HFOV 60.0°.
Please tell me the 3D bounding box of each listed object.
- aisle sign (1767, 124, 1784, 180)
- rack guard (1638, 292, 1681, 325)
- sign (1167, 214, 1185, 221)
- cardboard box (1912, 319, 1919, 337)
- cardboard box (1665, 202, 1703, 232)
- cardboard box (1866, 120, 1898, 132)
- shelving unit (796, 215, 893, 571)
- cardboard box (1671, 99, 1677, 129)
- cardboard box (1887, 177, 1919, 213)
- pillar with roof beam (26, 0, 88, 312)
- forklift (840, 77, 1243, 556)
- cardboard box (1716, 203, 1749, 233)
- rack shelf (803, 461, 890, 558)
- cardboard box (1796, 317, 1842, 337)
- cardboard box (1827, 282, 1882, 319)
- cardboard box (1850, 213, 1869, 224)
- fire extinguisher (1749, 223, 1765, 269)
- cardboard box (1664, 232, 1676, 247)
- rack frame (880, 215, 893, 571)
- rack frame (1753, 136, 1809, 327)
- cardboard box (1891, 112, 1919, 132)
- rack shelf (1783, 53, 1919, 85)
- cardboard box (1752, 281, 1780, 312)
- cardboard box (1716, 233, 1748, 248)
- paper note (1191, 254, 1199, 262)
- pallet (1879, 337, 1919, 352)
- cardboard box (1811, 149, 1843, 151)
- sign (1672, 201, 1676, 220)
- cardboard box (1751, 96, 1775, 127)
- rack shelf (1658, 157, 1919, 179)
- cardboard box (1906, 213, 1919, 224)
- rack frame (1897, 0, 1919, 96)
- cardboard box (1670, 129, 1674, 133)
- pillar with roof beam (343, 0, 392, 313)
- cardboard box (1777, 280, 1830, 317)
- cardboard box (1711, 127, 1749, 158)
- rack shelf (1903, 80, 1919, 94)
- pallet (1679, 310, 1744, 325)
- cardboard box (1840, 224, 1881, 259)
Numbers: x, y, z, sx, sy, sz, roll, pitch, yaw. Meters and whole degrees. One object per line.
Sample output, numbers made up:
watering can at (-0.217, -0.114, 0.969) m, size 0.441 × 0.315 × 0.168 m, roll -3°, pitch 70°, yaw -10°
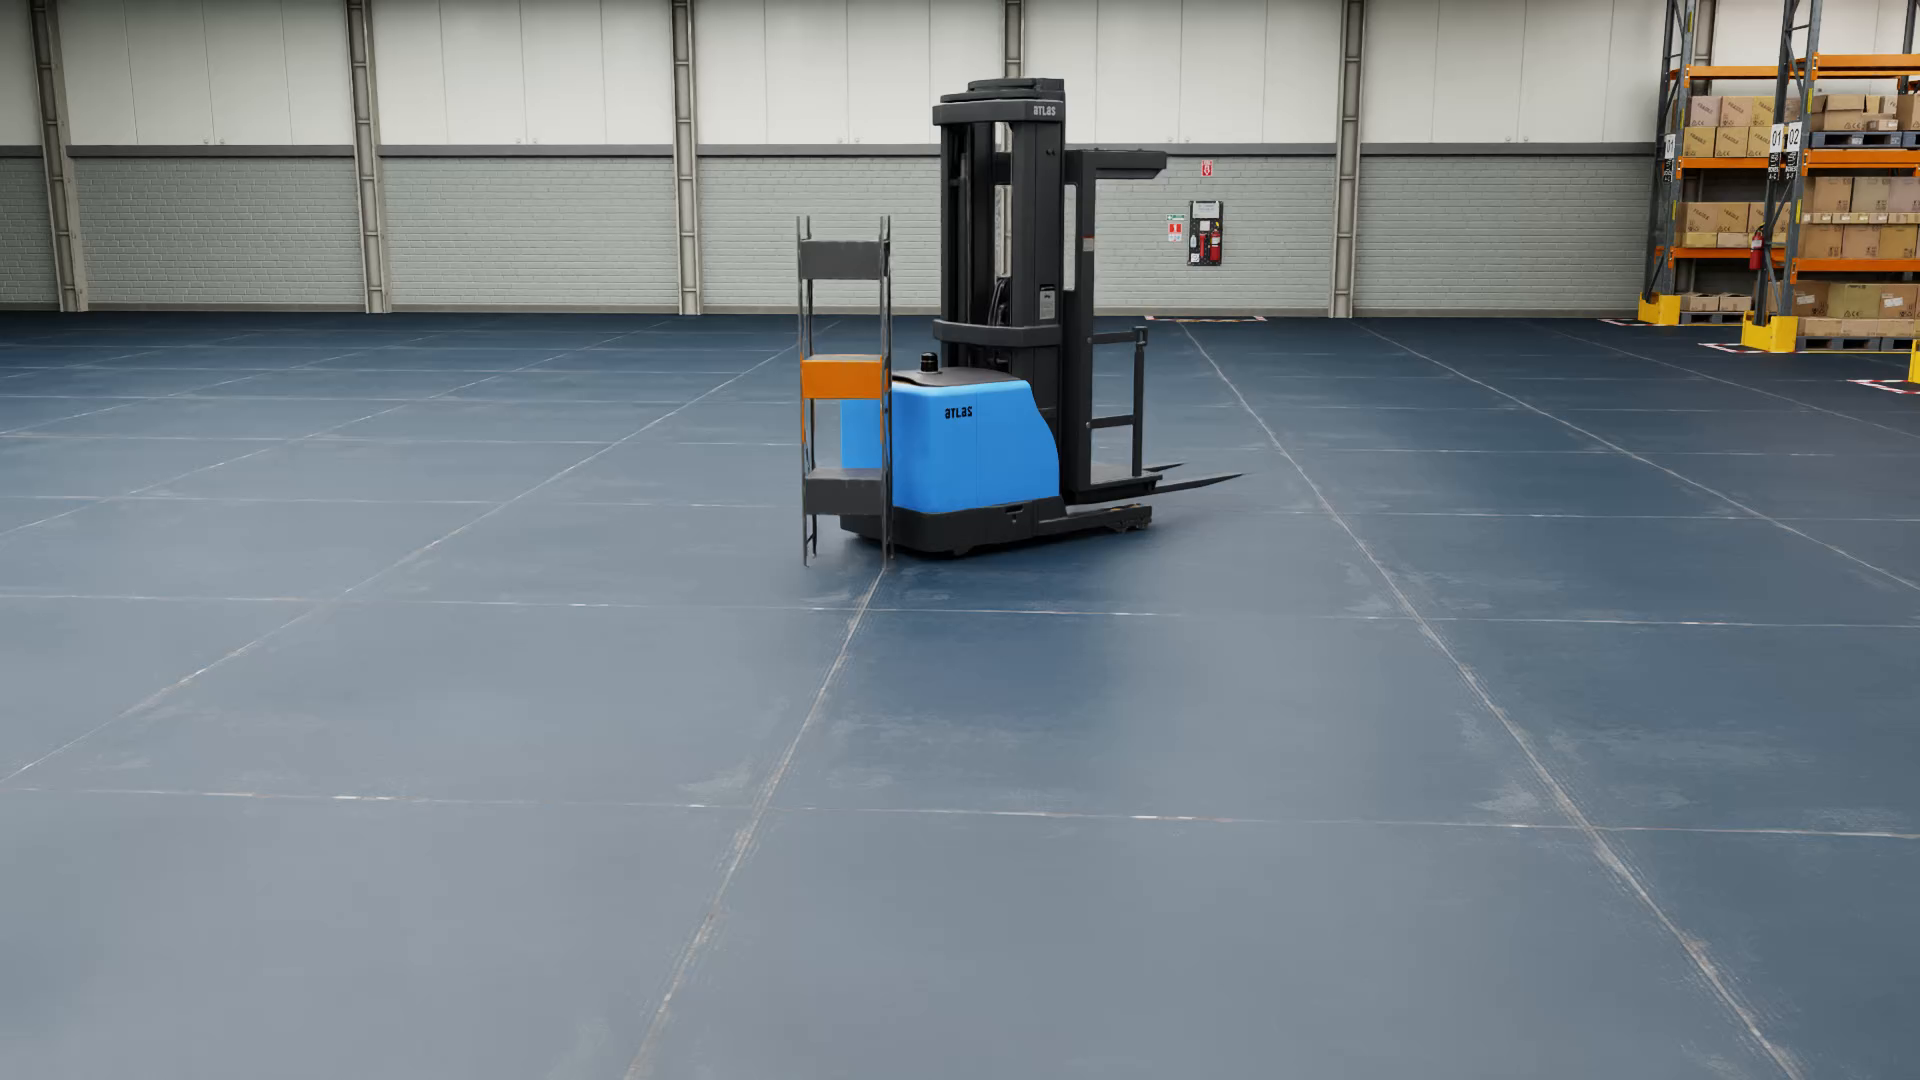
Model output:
aisle sign at (11.797, -5.611, 24.064) m, size 0.004 × 0.787 × 0.394 m, roll 1°, pitch 12°, yaw 4°
rack guard at (12.246, -4.065, 29.128) m, size 0.348 × 0.500 × 1.175 m, roll 1°, pitch 12°, yaw 4°
sign at (3.936, -5.884, 30.338) m, size 0.331 × 0.109 × 0.001 m, roll 1°, pitch 12°, yaw 4°
cardboard box at (13.860, -3.063, 23.926) m, size 0.500 × 0.250 × 0.500 m, roll 1°, pitch 12°, yaw 4°
cardboard box at (12.655, -5.630, 28.991) m, size 0.500 × 0.500 × 0.500 m, roll 1°, pitch 12°, yaw 3°
cardboard box at (13.005, -5.844, 23.451) m, size 0.250 × 0.149 × 0.380 m, roll 1°, pitch 12°, yaw 4°
shelving unit at (-0.684, -0.888, 10.033) m, size 0.503 × 2.100 × 0.431 m, roll 1°, pitch 12°, yaw 4°
cardboard box at (12.618, -7.353, 28.683) m, size 0.500 × 0.500 × 0.500 m, roll 1°, pitch 12°, yaw 6°
cardboard box at (13.389, -4.939, 23.789) m, size 0.500 × 0.500 × 0.700 m, roll 1°, pitch 12°, yaw 4°
pillar with roof beam at (-17.294, -7.924, 26.820) m, size 0.400 × 9.000 × 9.100 m, roll 1°, pitch 12°, yaw 4°
forklift at (0.678, -1.558, 11.207) m, size 3.031 × 2.935 × 1.130 m, roll -9°, pitch 15°, yaw -38°
cardboard box at (13.119, -5.516, 28.447) m, size 0.500 × 0.500 × 0.500 m, roll 1°, pitch 12°, yaw 4°
rack shelf at (-0.684, -0.189, 10.180) m, size 0.480 × 0.518 × 0.431 m, roll 1°, pitch 12°, yaw 4°
cardboard box at (12.363, -3.084, 24.026) m, size 0.500 × 0.250 × 0.500 m, roll 1°, pitch 12°, yaw 4°
cardboard box at (12.862, -3.445, 23.918) m, size 0.500 × 0.500 × 0.500 m, roll 1°, pitch 12°, yaw 4°
cardboard box at (12.733, -4.588, 23.694) m, size 0.250 × 0.149 × 0.380 m, roll 1°, pitch 12°, yaw 4°
fire extinguisher at (11.756, -4.336, 24.509) m, size 0.183 × 0.674 × 0.296 m, roll 1°, pitch 12°, yaw 4°
cardboard box at (12.650, -5.259, 29.050) m, size 0.500 × 0.250 × 0.500 m, roll 1°, pitch 12°, yaw 5°
rack frame at (-0.440, -0.884, 10.015) m, size 0.015 × 2.100 × 0.400 m, roll 1°, pitch 12°, yaw 4°
rack frame at (11.843, -4.277, 24.039) m, size 0.127 × 3.000 × 1.000 m, roll 1°, pitch 12°, yaw 4°
cardboard box at (13.565, -6.006, 23.830) m, size 0.500 × 0.311 × 0.500 m, roll 2°, pitch 12°, yaw 10°
rack shelf at (13.839, -6.638, 23.409) m, size 4.000 × 0.370 × 1.077 m, roll 1°, pitch 12°, yaw 4°
cardboard box at (14.152, -4.225, 28.821) m, size 0.500 × 0.500 × 0.700 m, roll 0°, pitch 12°, yaw 0°
cardboard box at (13.155, -5.150, 28.529) m, size 0.500 × 0.250 × 0.500 m, roll 0°, pitch 12°, yaw 2°
paper note at (4.305, -5.165, 30.437) m, size 0.142 × 0.148 × 0.016 m, roll 1°, pitch 12°, yaw 4°
pallet at (13.823, -2.893, 24.233) m, size 1.213 × 0.211 × 1.003 m, roll 1°, pitch 12°, yaw 4°
cardboard box at (14.582, -6.727, 28.133) m, size 0.500 × 0.500 × 0.500 m, roll 0°, pitch 12°, yaw 2°
sign at (12.134, -5.602, 28.259) m, size 0.005 × 0.325 × 0.100 m, roll 1°, pitch 12°, yaw 4°
cardboard box at (13.548, -7.229, 28.089) m, size 0.500 × 0.500 × 0.500 m, roll 1°, pitch 12°, yaw 5°
rack shelf at (14.166, -6.378, 28.513) m, size 4.000 × 0.370 × 1.077 m, roll 1°, pitch 12°, yaw 4°
cardboard box at (13.506, -4.577, 23.644) m, size 0.250 × 0.149 × 0.380 m, roll 1°, pitch 12°, yaw 3°
rack frame at (16.162, -8.171, 28.002) m, size 0.127 × 3.000 × 1.000 m, roll 1°, pitch 12°, yaw 4°
cardboard box at (12.604, -6.862, 28.778) m, size 0.500 × 0.500 × 0.500 m, roll 2°, pitch 12°, yaw 8°
pillar with roof beam at (-11.307, -7.842, 26.428) m, size 0.400 × 9.000 × 9.100 m, roll 1°, pitch 12°, yaw 4°
cardboard box at (12.398, -3.557, 24.457) m, size 0.500 × 0.500 × 0.500 m, roll 1°, pitch 12°, yaw 4°
cardboard box at (13.021, -6.746, 28.222) m, size 0.500 × 0.500 × 0.500 m, roll 2°, pitch 12°, yaw 8°
rack shelf at (18.157, -7.596, 27.985) m, size 4.000 × 0.370 × 1.077 m, roll 1°, pitch 12°, yaw 4°
pallet at (13.055, -3.905, 29.070) m, size 1.213 × 0.211 × 1.003 m, roll 1°, pitch 12°, yaw 4°
cardboard box at (12.832, -4.311, 23.956) m, size 0.500 × 0.500 × 0.700 m, roll 1°, pitch 12°, yaw 5°
